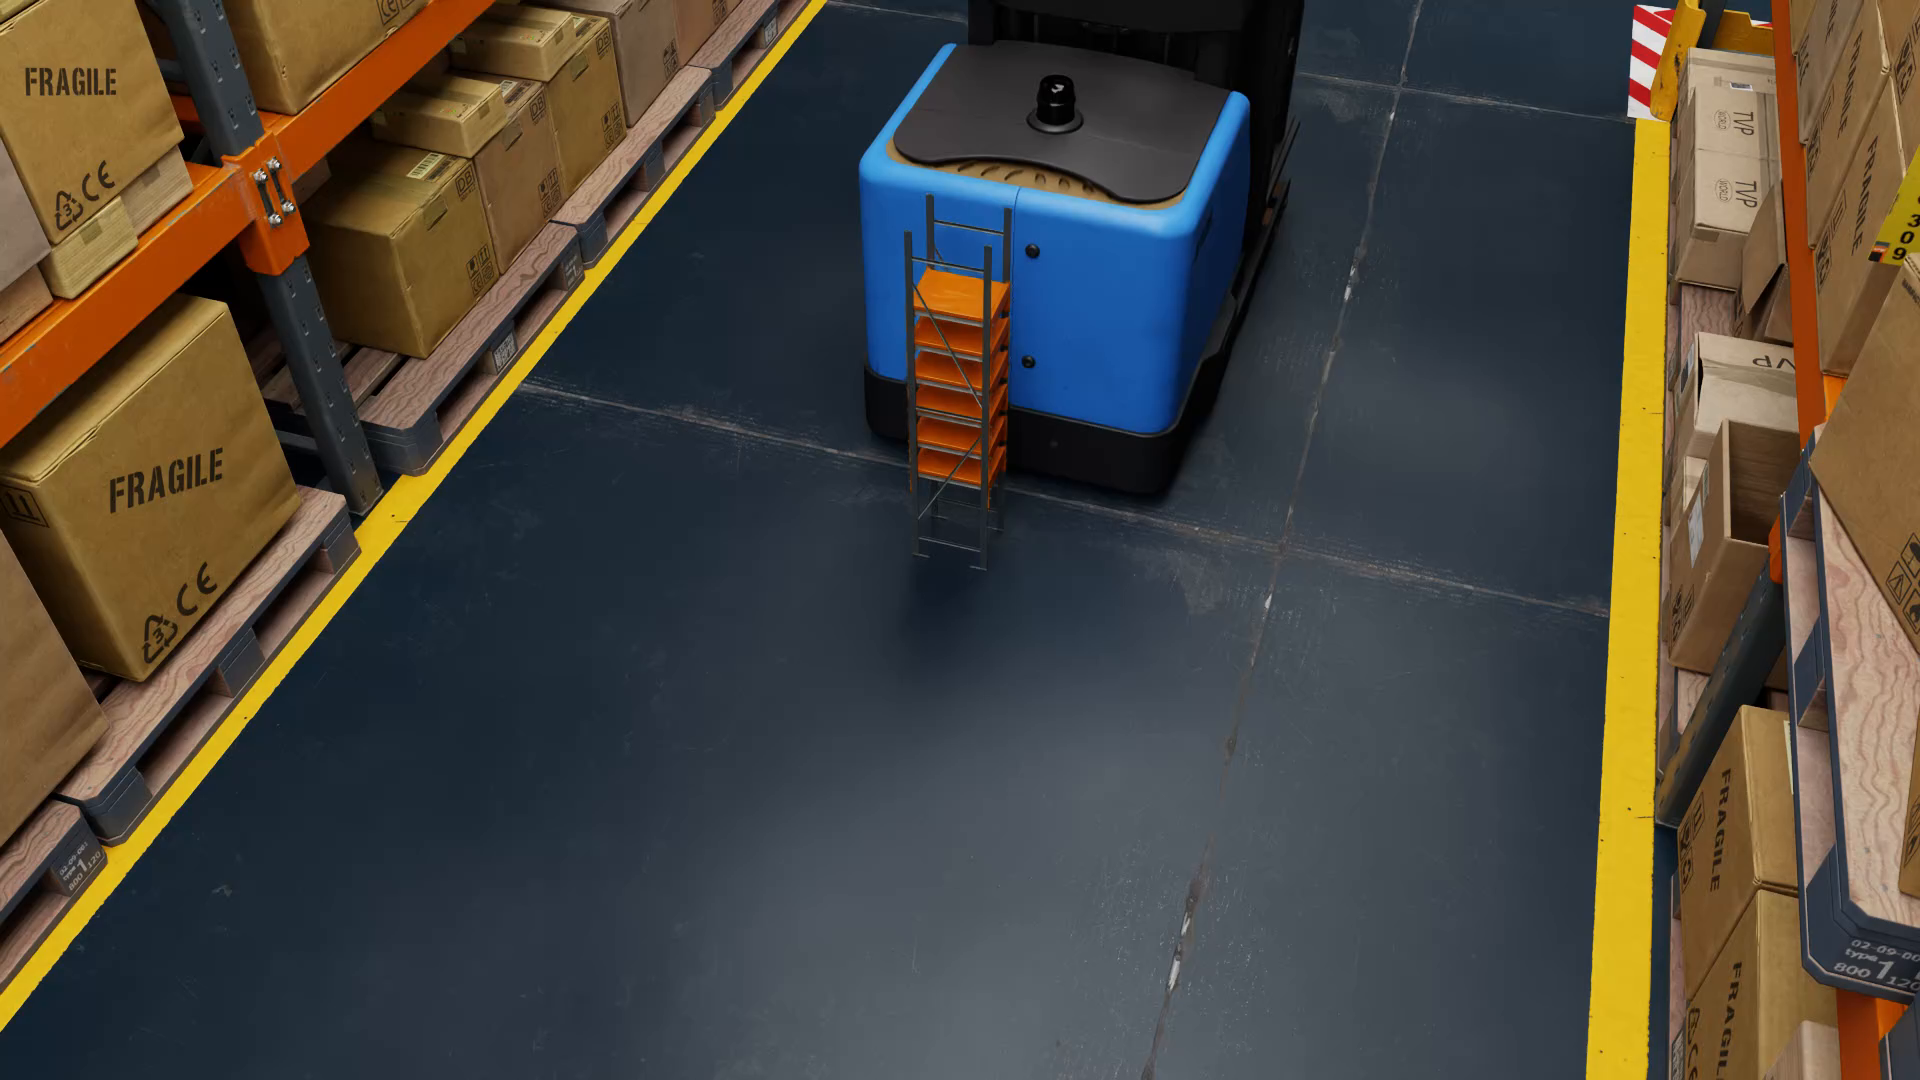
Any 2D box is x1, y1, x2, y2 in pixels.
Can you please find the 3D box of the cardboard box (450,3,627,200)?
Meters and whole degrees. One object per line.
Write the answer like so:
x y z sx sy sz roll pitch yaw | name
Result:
-1.726 -1.696 6.326 0.700 0.500 0.500 14 46 13 | cardboard box

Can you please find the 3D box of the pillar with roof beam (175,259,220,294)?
1.127 -3.169 2.055 9.100 9.000 0.400 13 46 13 | pillar with roof beam

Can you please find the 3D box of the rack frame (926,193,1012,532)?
0.023 -0.480 4.883 0.240 1.200 0.006 13 46 13 | rack frame

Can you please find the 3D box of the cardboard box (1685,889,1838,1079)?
1.829 1.125 3.429 0.500 0.500 0.500 13 46 13 | cardboard box

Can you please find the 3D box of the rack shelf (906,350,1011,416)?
-0.004 -0.473 4.768 0.258 0.103 0.180 13 46 13 | rack shelf

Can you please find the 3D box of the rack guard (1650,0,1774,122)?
3.547 -1.962 6.898 1.175 0.500 0.348 13 46 13 | rack guard

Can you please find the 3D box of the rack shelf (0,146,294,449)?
-2.969 0.303 3.310 1.077 0.370 4.000 13 46 13 | rack shelf

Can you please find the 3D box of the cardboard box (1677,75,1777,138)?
3.040 -1.678 6.531 0.380 0.166 0.250 13 46 13 | cardboard box

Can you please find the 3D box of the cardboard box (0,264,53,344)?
-2.371 -0.583 3.866 0.380 0.149 0.250 14 46 14 | cardboard box

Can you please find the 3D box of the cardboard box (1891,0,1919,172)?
2.265 -1.025 3.367 0.500 0.500 0.500 13 46 13 | cardboard box

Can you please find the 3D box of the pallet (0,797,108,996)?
-2.893 1.056 4.020 1.003 0.211 1.213 13 46 13 | pallet

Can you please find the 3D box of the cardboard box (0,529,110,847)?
-2.703 0.385 3.948 0.750 0.750 0.750 14 46 14 | cardboard box

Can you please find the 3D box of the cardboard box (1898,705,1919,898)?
1.855 0.314 2.413 0.700 0.500 0.500 19 48 19 | cardboard box

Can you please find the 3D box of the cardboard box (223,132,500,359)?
-2.039 -1.020 5.635 0.700 0.500 0.500 13 46 13 | cardboard box

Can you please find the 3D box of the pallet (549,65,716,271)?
-1.691 -1.596 6.731 1.003 0.211 1.213 13 46 12 | pallet

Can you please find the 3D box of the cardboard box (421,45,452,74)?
-2.035 -1.725 5.891 0.380 0.149 0.250 11 45 11 | cardboard box

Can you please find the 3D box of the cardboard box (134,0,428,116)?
-2.183 -1.752 4.682 0.980 0.700 0.700 13 46 13 | cardboard box

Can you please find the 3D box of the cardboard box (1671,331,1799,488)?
2.488 -0.376 5.098 0.500 0.311 0.500 13 46 13 | cardboard box

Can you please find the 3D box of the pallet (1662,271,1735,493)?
2.936 -0.517 5.627 1.003 0.211 1.213 13 46 13 | pallet

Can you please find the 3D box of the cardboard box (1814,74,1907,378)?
2.266 -0.664 3.712 0.500 0.500 0.500 13 46 13 | cardboard box

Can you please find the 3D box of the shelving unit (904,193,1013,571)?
-0.004 -0.419 4.820 0.258 1.200 0.189 13 46 13 | shelving unit

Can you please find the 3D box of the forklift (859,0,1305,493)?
0.650 -2.244 5.448 1.130 2.935 3.031 14 46 14 | forklift

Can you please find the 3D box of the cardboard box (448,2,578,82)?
-1.604 -1.790 5.958 0.380 0.149 0.250 11 46 11 | cardboard box

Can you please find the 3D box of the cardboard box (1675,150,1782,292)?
2.832 -1.112 5.893 0.500 0.250 0.500 13 46 13 | cardboard box

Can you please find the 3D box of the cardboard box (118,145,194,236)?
-2.196 -0.919 4.210 0.380 0.149 0.250 13 46 13 | cardboard box

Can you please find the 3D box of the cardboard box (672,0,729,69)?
-1.420 -2.389 7.033 0.700 0.500 0.500 12 46 12 | cardboard box

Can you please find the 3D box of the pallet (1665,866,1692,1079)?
2.149 1.307 3.764 1.003 0.211 1.213 13 46 13 | pallet

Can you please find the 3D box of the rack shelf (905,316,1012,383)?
-0.004 -0.559 4.684 0.258 0.103 0.180 13 46 13 | rack shelf

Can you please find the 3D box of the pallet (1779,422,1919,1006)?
2.013 0.338 2.897 1.003 0.211 1.213 13 46 13 | pallet

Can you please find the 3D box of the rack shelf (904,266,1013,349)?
-0.004 -0.645 4.600 0.258 0.103 0.180 13 46 13 | rack shelf

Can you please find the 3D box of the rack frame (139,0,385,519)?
-2.363 -1.287 4.420 1.000 3.000 0.127 13 46 13 | rack frame

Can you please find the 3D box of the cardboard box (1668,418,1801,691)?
2.261 0.056 4.521 0.500 0.500 0.500 13 46 13 | cardboard box

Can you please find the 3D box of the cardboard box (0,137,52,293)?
-2.408 -0.733 3.556 0.500 0.500 0.500 13 46 13 | cardboard box

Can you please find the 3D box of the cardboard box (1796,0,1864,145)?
2.574 -1.350 4.414 0.500 0.500 0.500 14 46 13 | cardboard box

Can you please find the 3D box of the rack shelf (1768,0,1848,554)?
2.965 -1.316 4.965 1.077 0.370 4.000 13 46 13 | rack shelf
